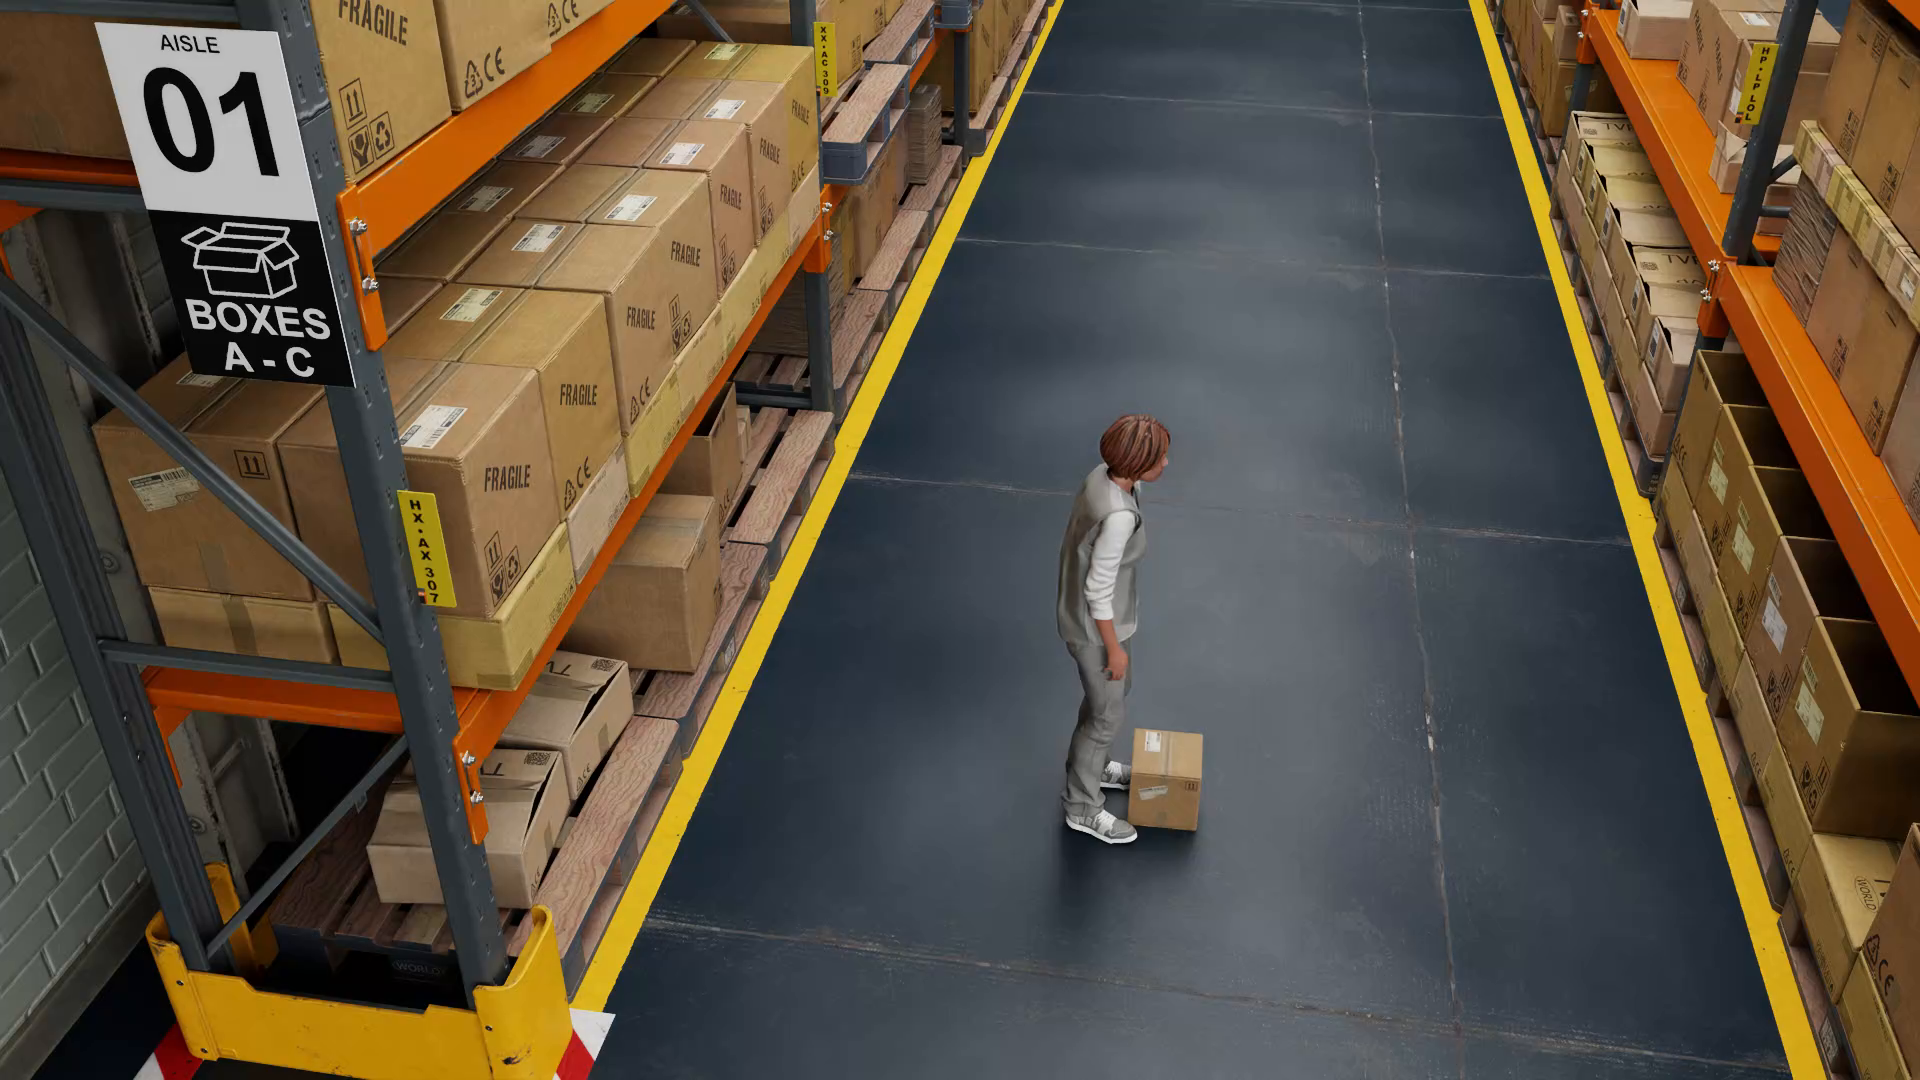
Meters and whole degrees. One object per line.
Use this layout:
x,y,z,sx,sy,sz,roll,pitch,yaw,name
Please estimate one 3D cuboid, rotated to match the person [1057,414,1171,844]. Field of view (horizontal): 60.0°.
0.503,0.286,5.706,0.344,1.593,0.485,3,33,5,person
